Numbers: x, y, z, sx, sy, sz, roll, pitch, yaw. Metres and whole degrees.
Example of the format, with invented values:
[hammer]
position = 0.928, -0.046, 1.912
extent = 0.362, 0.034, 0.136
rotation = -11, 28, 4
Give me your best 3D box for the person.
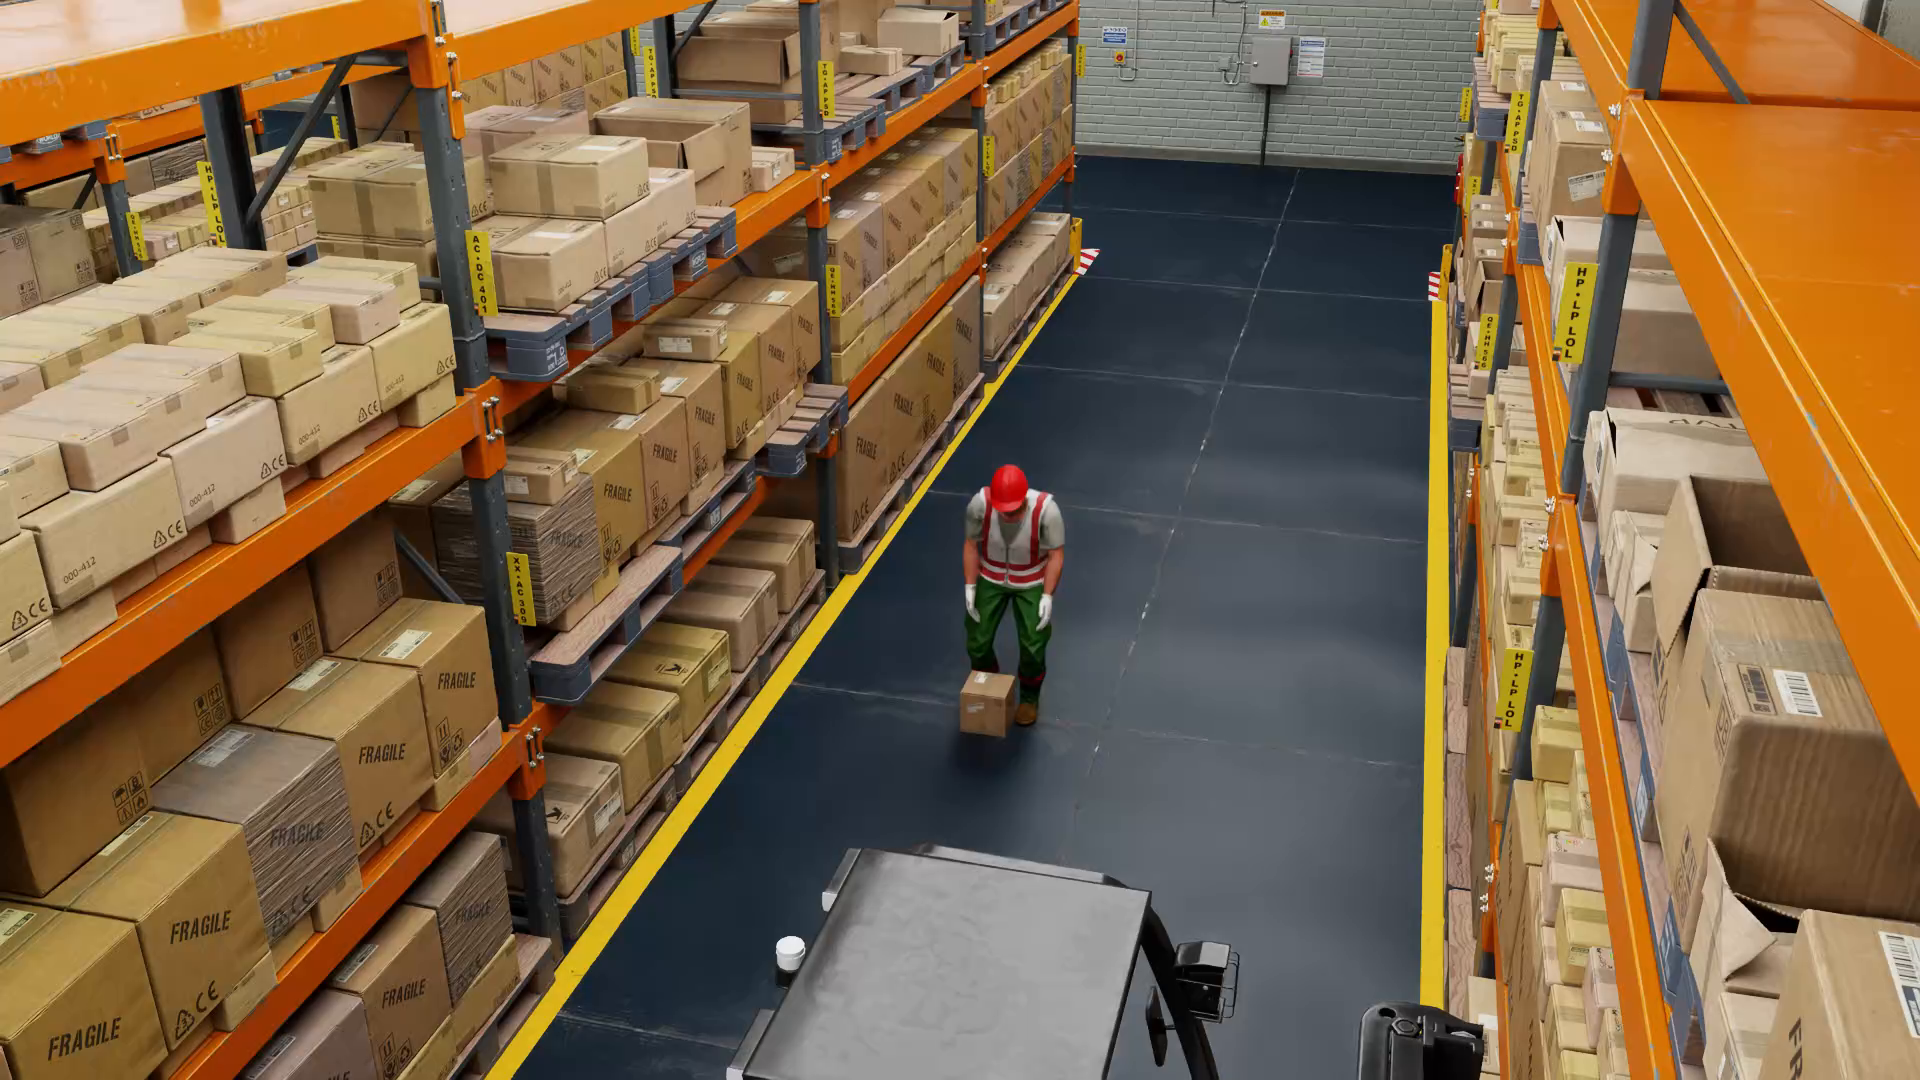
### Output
[person]
position = 0.299, 0.280, 9.283
extent = 0.568, 1.627, 0.602
rotation = 7, 26, 14
